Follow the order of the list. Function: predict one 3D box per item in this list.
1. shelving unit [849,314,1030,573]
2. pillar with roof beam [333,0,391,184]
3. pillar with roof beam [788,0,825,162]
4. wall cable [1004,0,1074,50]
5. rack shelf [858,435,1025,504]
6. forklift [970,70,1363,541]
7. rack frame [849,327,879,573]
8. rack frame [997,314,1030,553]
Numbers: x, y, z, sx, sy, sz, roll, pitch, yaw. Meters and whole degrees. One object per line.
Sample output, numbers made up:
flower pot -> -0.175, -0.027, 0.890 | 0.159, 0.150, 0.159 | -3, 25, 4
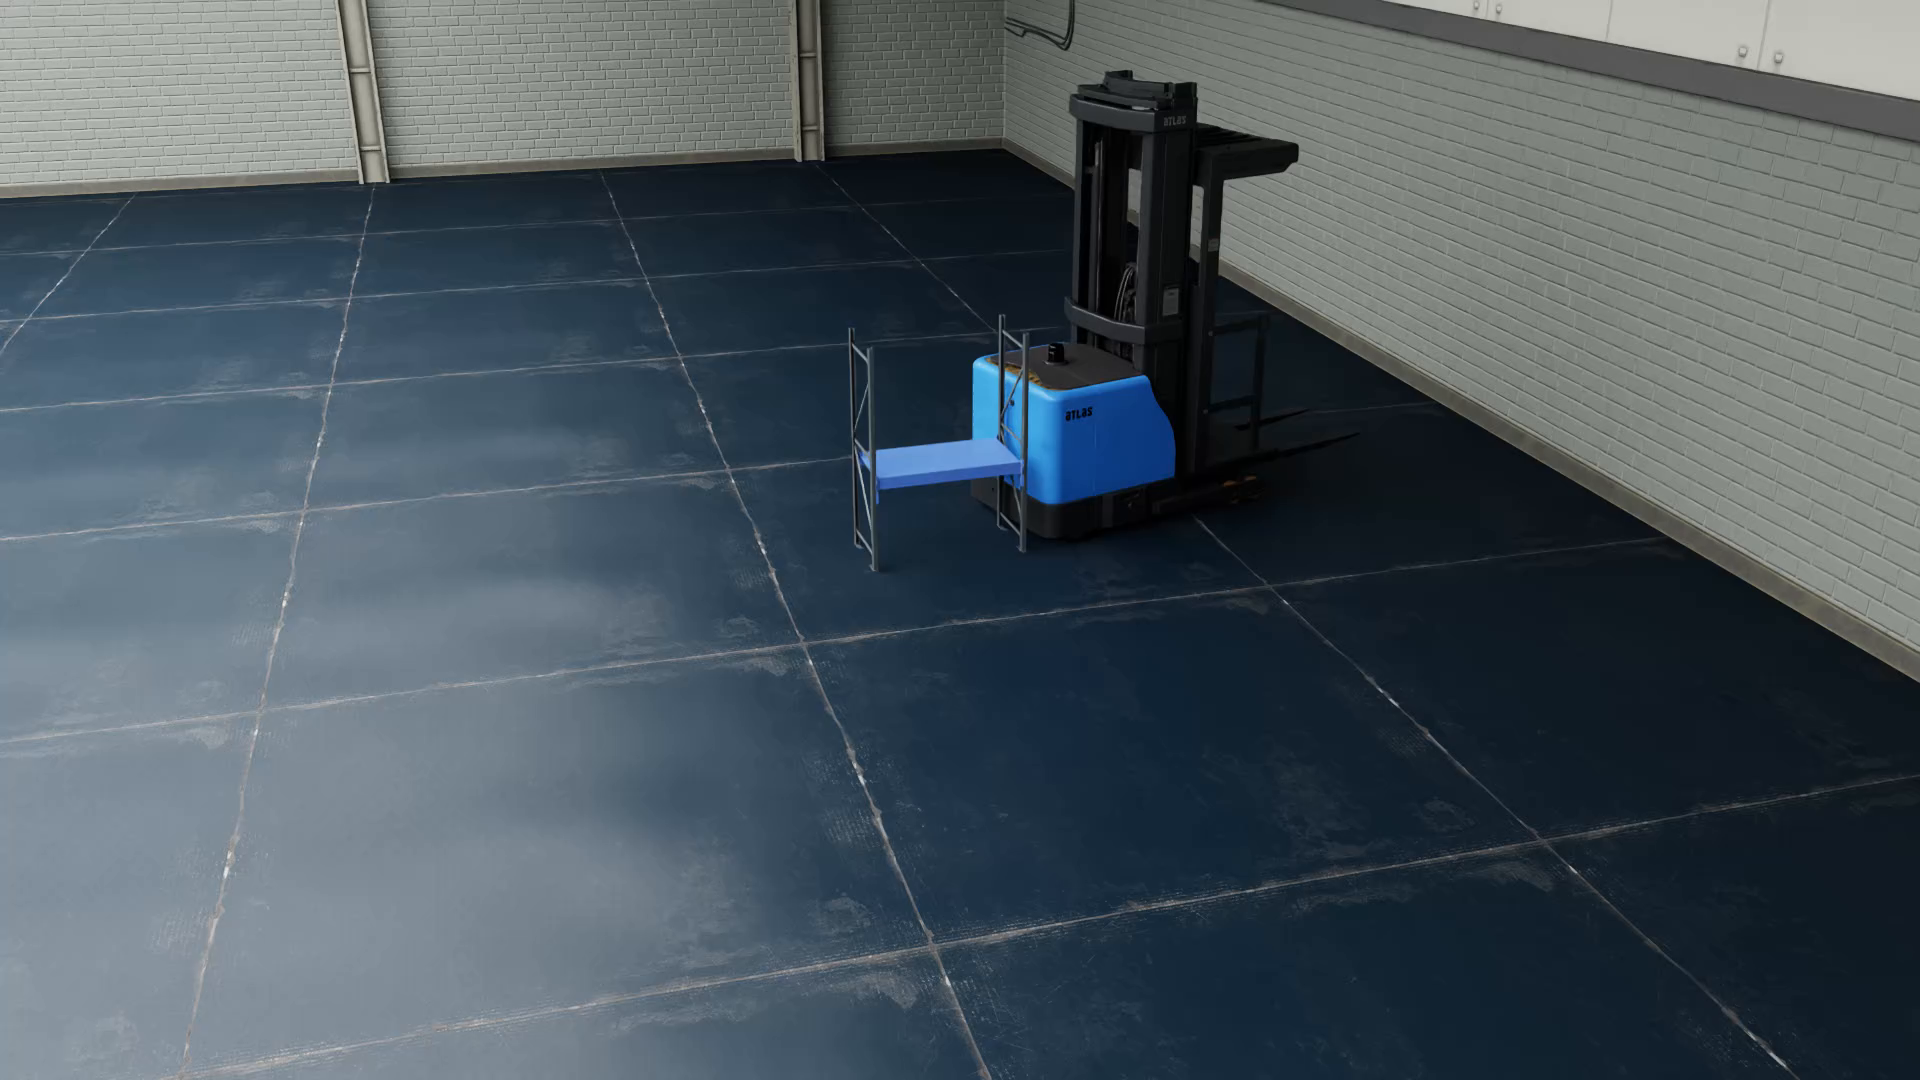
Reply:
shelving unit -> -0.136, -0.634, 10.825 | 1.048, 1.500, 0.538 | -7, 24, -17
pillar with roof beam -> -6.794, -7.385, 17.049 | 0.400, 9.000, 9.100 | -6, 24, -14
pillar with roof beam -> -1.017, -8.024, 18.538 | 0.400, 9.000, 9.100 | -6, 24, -14
wall cable -> 1.014, -8.043, 22.521 | 0.112, 2.526, 3.097 | -6, 24, -14
rack shelf -> -0.136, -0.469, 10.896 | 1.000, 0.185, 0.538 | -7, 24, -17
forklift -> 1.597, -1.763, 11.642 | 3.031, 2.935, 1.130 | -14, 27, -29
rack frame -> -0.620, -0.572, 10.681 | 0.032, 1.500, 0.500 | -7, 24, -17
rack frame -> 0.347, -0.696, 10.970 | 0.032, 1.500, 0.500 | -7, 24, -17
